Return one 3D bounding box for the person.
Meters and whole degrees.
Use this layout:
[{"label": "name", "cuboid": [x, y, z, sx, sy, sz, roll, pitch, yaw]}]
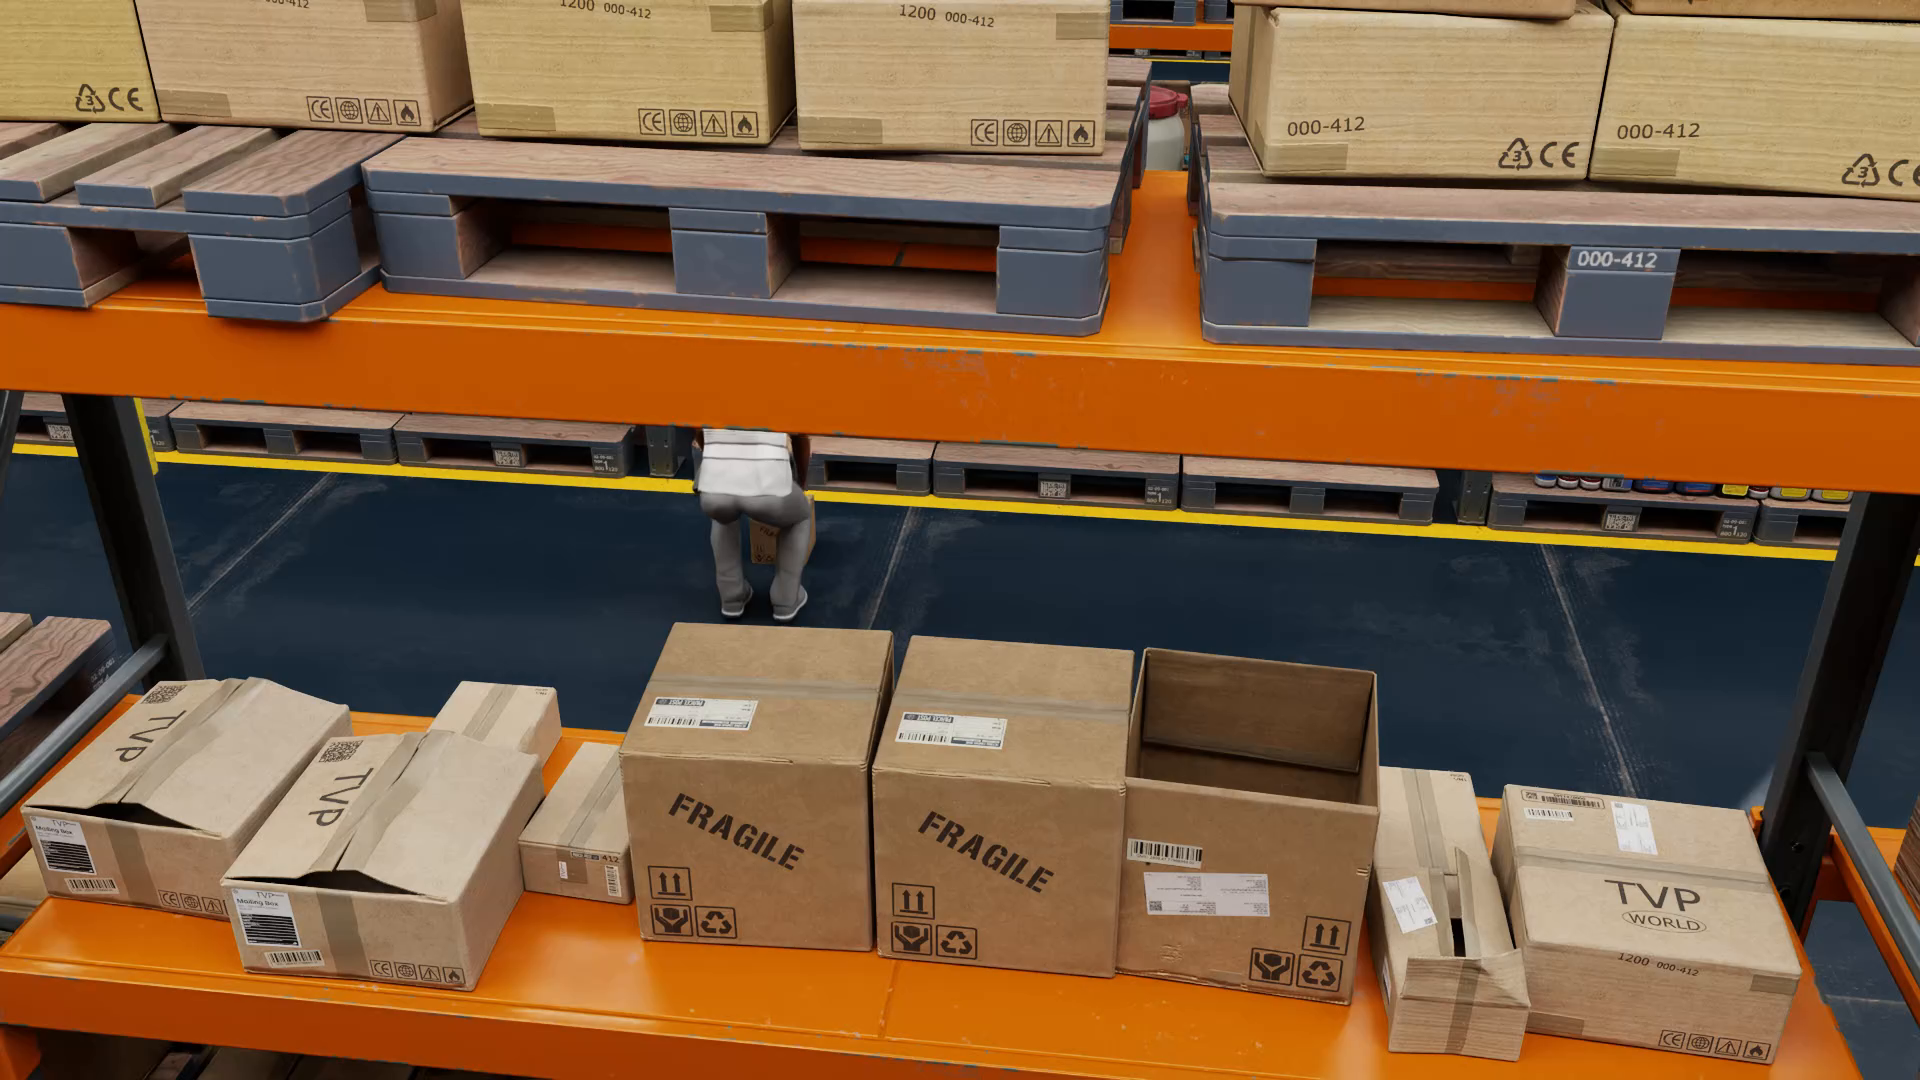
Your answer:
[{"label": "person", "cuboid": [-0.899, -0.286, 7.064, 0.495, 1.274, 0.769, 3, 29, 6]}]
